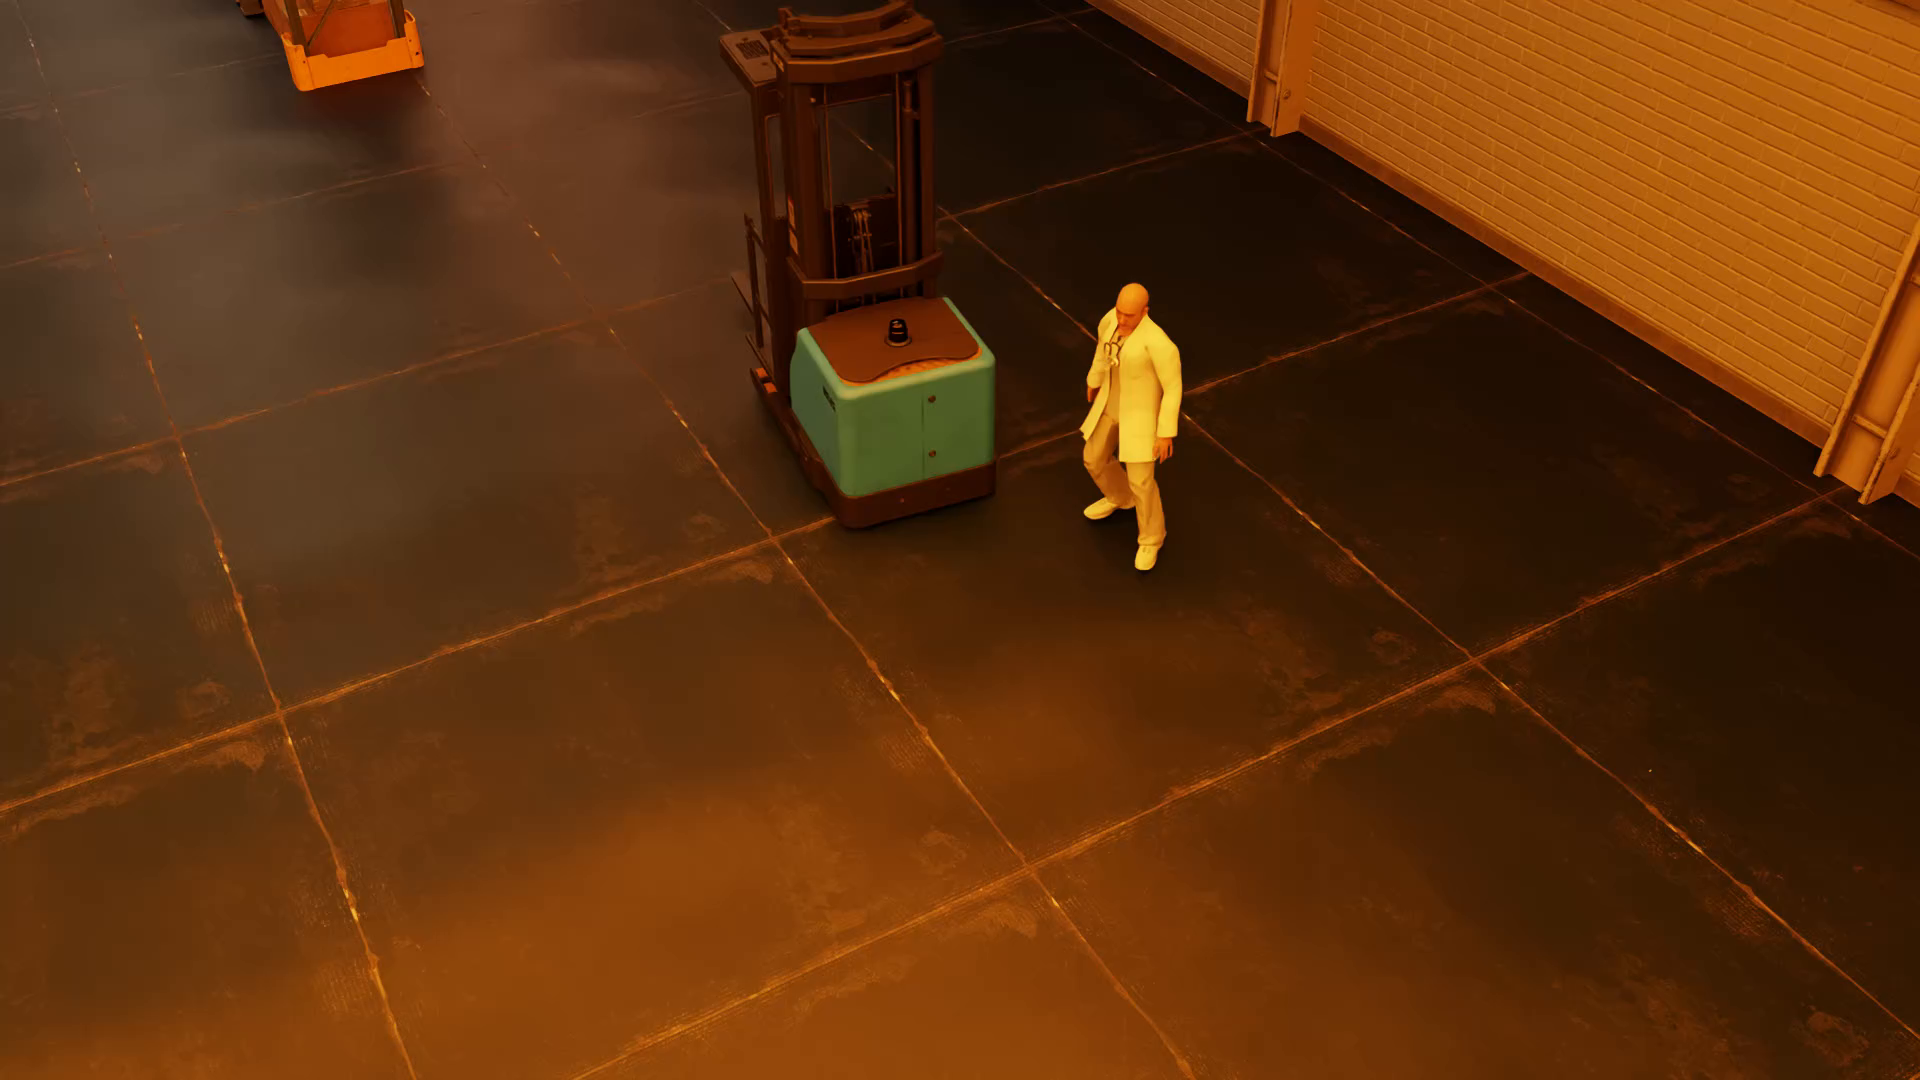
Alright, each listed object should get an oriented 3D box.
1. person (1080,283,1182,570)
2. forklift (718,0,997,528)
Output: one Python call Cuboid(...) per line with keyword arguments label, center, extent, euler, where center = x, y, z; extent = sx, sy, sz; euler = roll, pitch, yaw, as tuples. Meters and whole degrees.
Cuboid(label="person", center=(1.001, -0.755, 9.872), extent=(0.436, 1.750, 0.864), euler=(-26, 46, -28))
Cuboid(label="forklift", center=(-0.807, -2.145, 10.622), extent=(1.130, 2.935, 3.031), euler=(-15, 42, -17))
